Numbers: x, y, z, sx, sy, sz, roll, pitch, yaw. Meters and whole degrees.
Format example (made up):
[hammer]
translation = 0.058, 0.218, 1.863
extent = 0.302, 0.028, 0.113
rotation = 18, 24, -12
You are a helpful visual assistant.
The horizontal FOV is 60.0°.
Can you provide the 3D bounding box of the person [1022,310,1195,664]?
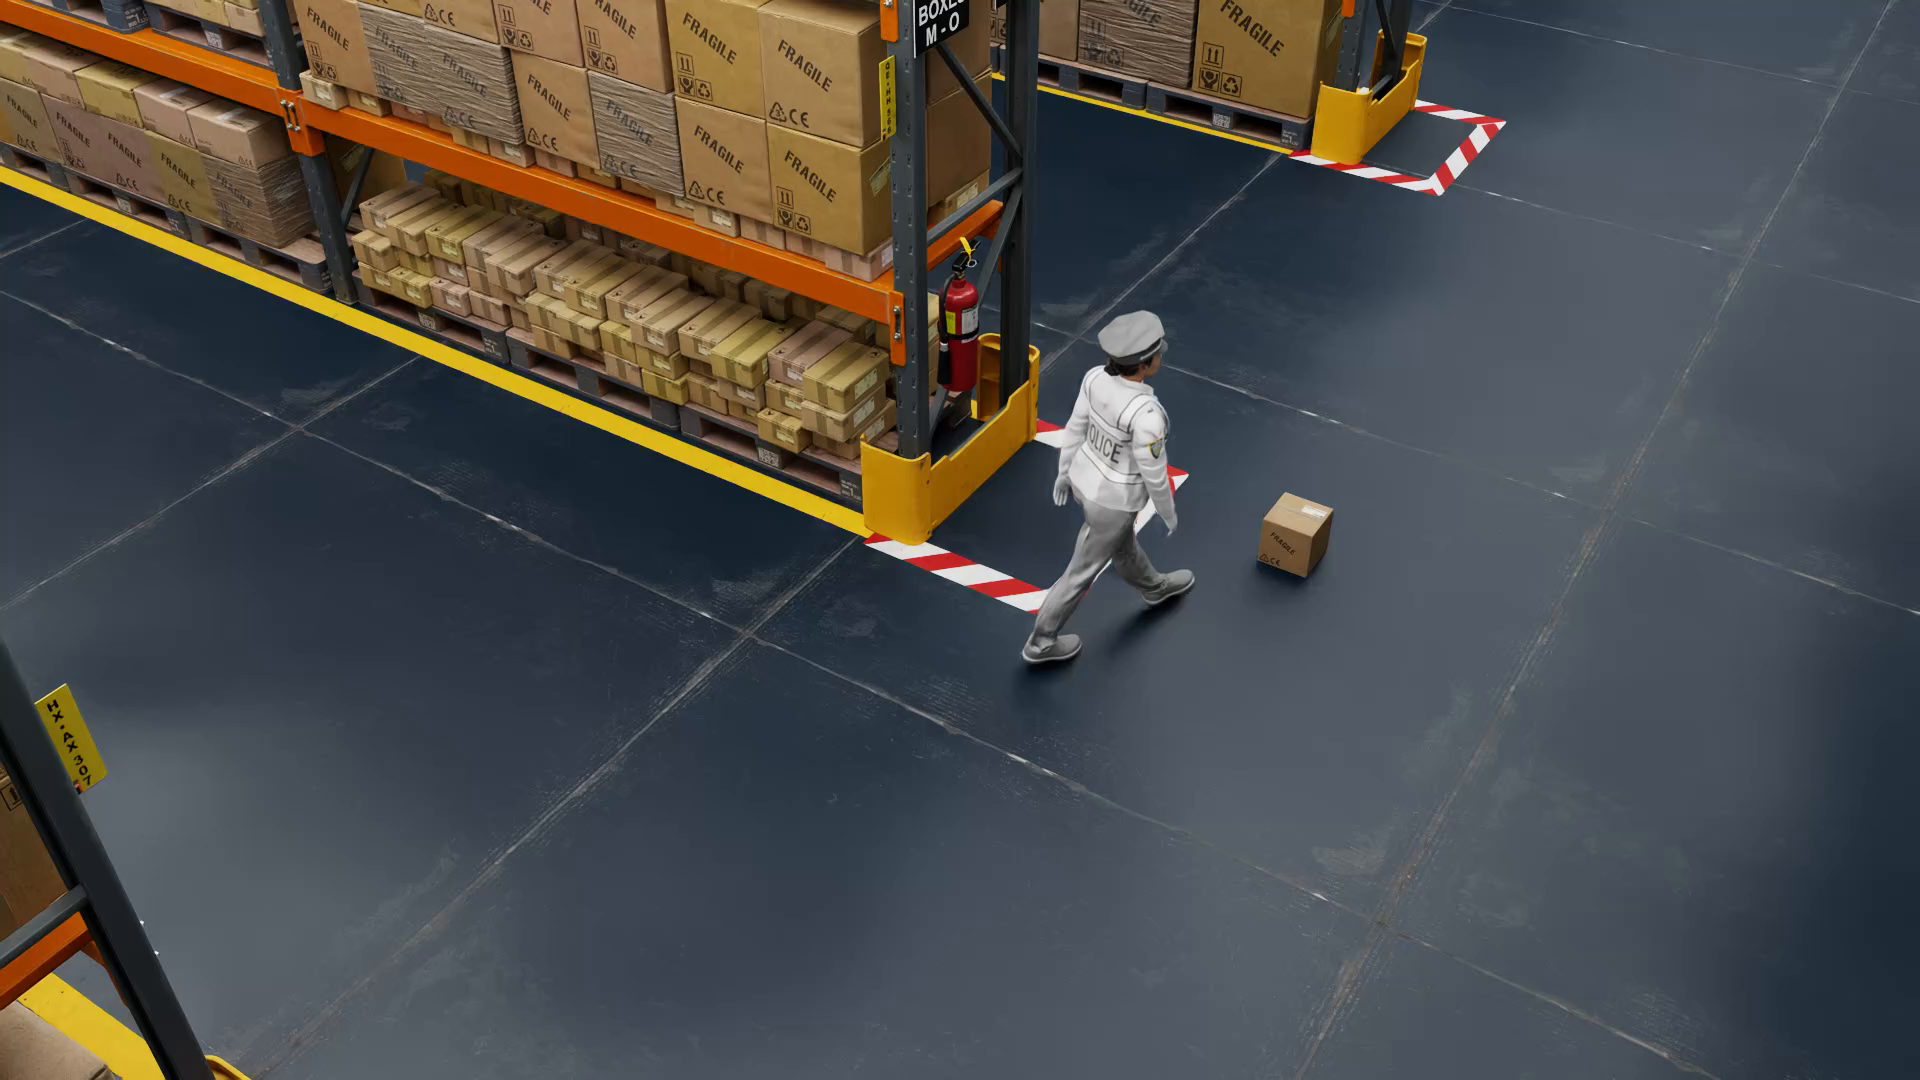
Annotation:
[person]
translation = 0.706, -0.218, 6.920
extent = 0.945, 1.629, 0.513
rotation = -15, 41, -18
